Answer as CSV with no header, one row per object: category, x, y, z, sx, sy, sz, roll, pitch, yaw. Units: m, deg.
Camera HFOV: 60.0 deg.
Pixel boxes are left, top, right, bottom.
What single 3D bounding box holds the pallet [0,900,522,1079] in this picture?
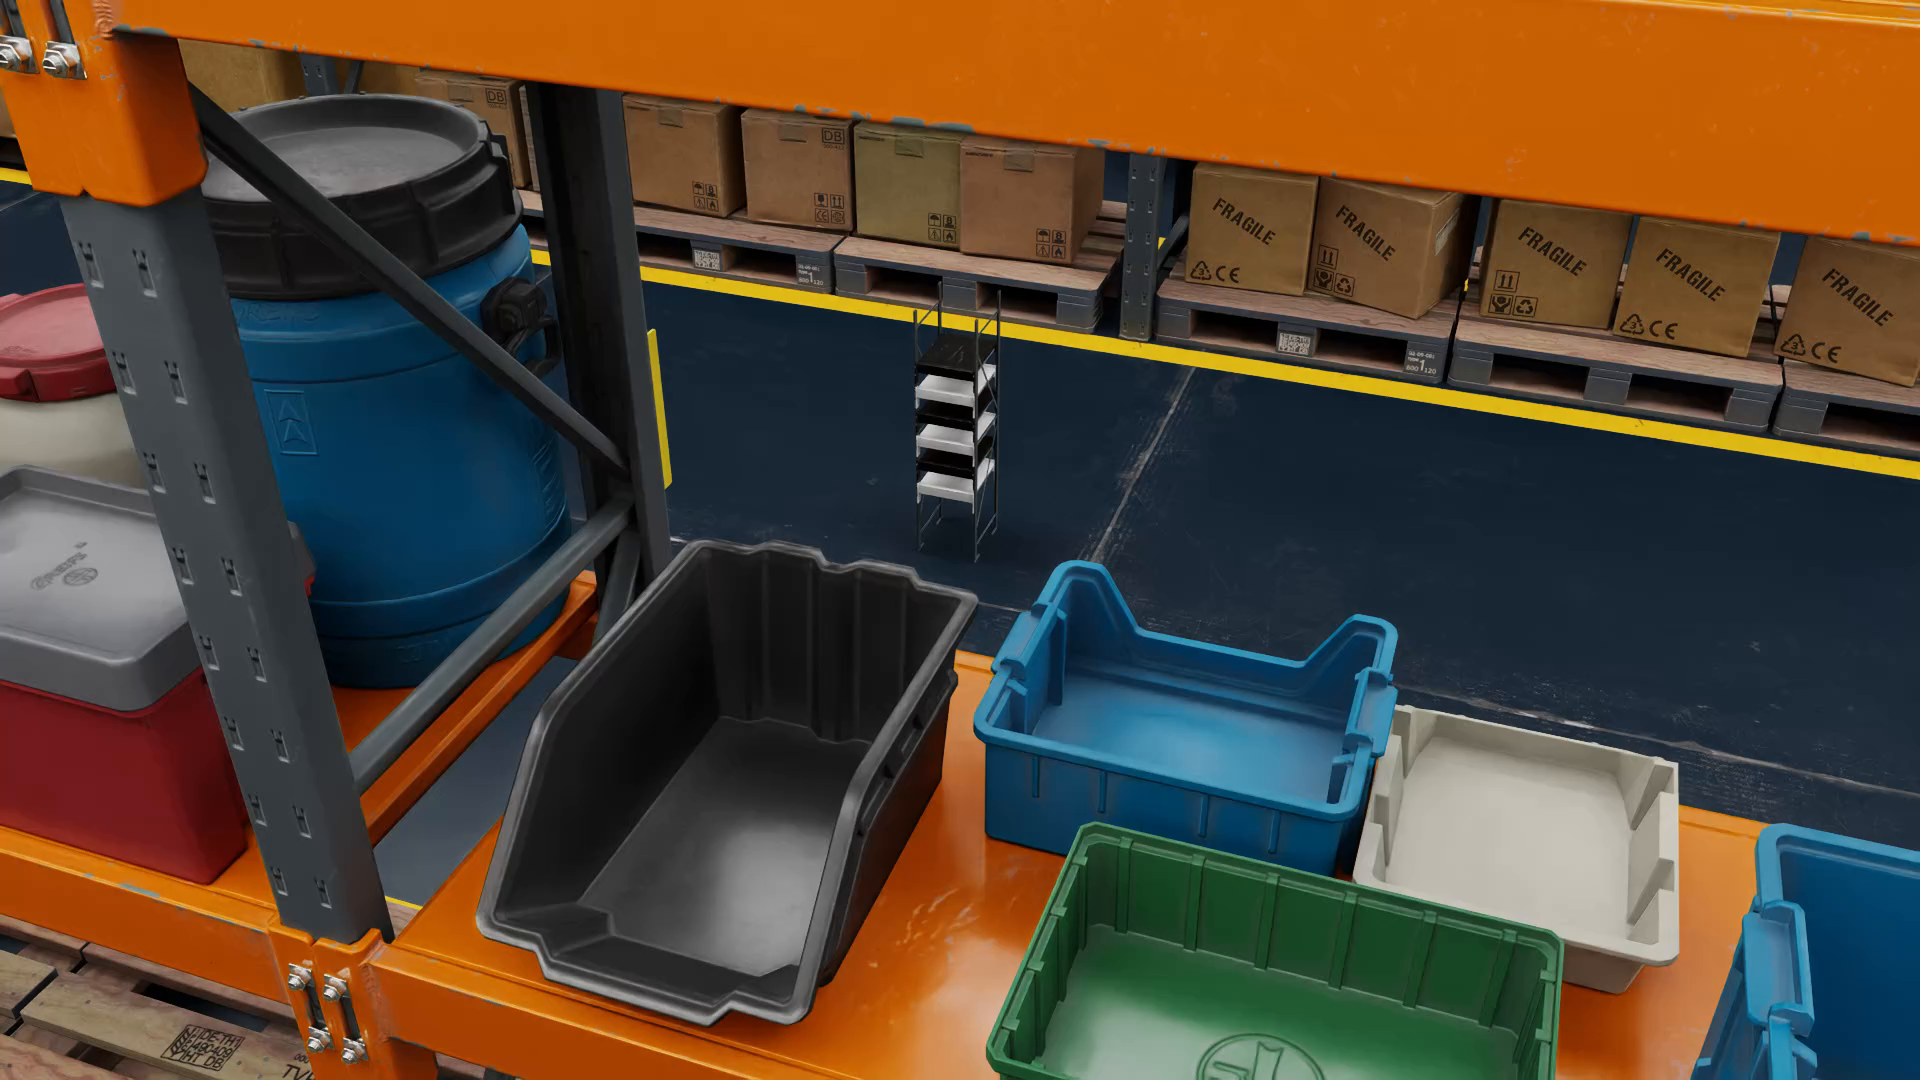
pallet,-1.522,1.220,3.666,1.213,0.211,1.003,11,34,16

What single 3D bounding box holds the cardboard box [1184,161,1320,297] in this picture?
cardboard box,1.265,-1.389,7.054,0.500,0.500,0.500,10,34,15

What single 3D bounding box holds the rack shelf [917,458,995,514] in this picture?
rack shelf,-0.008,-0.200,5.624,0.200,0.077,0.258,11,34,16

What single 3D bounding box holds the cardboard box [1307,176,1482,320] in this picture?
cardboard box,1.807,-1.289,6.898,0.500,0.500,0.500,23,39,31

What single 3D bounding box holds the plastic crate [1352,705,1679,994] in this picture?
plastic crate,0.845,0.451,2.529,0.437,0.136,0.530,11,34,16

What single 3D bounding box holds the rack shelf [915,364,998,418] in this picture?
rack shelf,-0.008,-0.503,5.429,0.200,0.077,0.258,11,34,16

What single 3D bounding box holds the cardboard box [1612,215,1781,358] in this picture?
cardboard box,2.928,-1.090,6.590,0.500,0.500,0.500,14,35,21

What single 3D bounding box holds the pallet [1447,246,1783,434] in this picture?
pallet,2.698,-0.858,6.884,1.213,0.211,1.003,11,34,16

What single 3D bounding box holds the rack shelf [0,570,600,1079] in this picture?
rack shelf,-2.652,0.108,3.480,4.000,0.370,1.077,11,34,16

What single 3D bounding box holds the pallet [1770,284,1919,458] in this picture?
pallet,3.843,-0.634,6.537,1.213,0.211,1.003,11,34,16

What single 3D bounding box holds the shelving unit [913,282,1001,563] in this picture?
shelving unit,-0.008,-0.380,5.508,0.210,0.900,0.258,11,34,16

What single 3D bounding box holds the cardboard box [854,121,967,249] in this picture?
cardboard box,-0.112,-1.712,7.535,0.500,0.500,0.700,11,34,16

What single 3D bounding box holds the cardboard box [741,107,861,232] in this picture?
cardboard box,-0.638,-1.814,7.693,0.500,0.500,0.700,8,34,12

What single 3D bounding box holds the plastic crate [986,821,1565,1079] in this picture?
plastic crate,0.413,0.654,2.167,0.662,0.188,0.450,11,34,16

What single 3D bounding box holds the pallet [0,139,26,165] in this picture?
pallet,-4.725,-2.324,9.155,1.213,0.211,1.003,11,34,16

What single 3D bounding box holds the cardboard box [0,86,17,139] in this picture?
cardboard box,-4.343,-2.677,8.702,0.875,0.875,1.225,11,34,17

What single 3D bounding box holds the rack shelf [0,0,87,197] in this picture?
rack shelf,-2.652,-1.152,2.666,4.000,0.370,1.077,11,34,16

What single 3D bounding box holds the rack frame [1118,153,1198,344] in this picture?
rack frame,0.902,-2.357,6.635,0.127,3.000,1.000,11,34,16

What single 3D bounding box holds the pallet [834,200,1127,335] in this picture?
pallet,0.168,-1.327,7.611,1.213,0.211,1.003,11,34,16

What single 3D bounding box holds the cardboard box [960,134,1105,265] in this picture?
cardboard box,0.331,-1.615,7.385,0.500,0.500,0.700,8,34,13

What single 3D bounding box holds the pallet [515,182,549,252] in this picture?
pallet,-2.129,-1.774,8.302,1.213,0.211,1.003,11,34,16

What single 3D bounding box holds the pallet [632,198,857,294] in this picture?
pallet,-0.984,-1.549,7.955,1.213,0.211,1.003,11,34,16

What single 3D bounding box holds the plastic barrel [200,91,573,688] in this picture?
plastic barrel,-1.031,-0.264,2.931,0.708,0.901,0.600,11,34,16

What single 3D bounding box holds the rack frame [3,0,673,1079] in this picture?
rack frame,-0.769,0.172,2.718,0.127,3.000,1.000,11,34,16

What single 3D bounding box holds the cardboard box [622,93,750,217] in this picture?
cardboard box,-1.164,-1.916,7.851,0.500,0.500,0.700,14,35,20

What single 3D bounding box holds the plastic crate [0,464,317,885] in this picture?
plastic crate,-1.328,0.213,2.596,0.583,0.464,0.402,11,34,16

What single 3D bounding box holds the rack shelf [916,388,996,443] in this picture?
rack shelf,-0.008,-0.427,5.477,0.200,0.077,0.258,11,34,16

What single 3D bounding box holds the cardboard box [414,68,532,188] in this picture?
cardboard box,-2.226,-2.111,8.153,0.500,0.500,0.700,9,34,14

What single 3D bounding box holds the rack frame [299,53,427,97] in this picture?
rack frame,-2.864,-3.089,7.769,0.127,3.000,1.000,11,34,16

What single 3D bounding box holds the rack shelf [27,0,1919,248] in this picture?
rack shelf,1.114,-0.420,1.532,4.000,0.370,1.077,11,34,16

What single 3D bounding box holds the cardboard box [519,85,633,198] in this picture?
cardboard box,-1.700,-2.016,8.006,0.500,0.500,0.700,8,34,12

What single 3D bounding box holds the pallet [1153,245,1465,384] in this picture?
pallet,1.546,-1.080,7.229,1.213,0.211,1.003,11,34,16

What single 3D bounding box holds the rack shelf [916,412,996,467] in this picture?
rack shelf,-0.008,-0.352,5.526,0.200,0.077,0.258,11,34,16

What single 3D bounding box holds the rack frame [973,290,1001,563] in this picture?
rack frame,0.088,-0.361,5.479,0.006,0.900,0.240,11,34,16

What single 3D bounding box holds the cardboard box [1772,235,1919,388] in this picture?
cardboard box,3.511,-0.966,6.398,0.500,0.500,0.500,21,38,29

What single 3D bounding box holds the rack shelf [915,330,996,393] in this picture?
rack shelf,-0.008,-0.578,5.380,0.200,0.077,0.258,11,34,16

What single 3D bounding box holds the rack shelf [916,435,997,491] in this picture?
rack shelf,-0.008,-0.276,5.575,0.200,0.077,0.258,11,34,16

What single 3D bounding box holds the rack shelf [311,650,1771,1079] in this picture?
rack shelf,1.114,0.840,2.346,4.000,0.370,1.077,11,34,16

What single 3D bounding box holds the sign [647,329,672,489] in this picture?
sign,-0.573,-0.223,3.075,0.005,0.325,0.100,11,34,16

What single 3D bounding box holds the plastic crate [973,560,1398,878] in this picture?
plastic crate,0.364,0.299,2.659,0.616,0.251,0.499,11,34,16

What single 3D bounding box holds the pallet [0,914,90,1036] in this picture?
pallet,-2.674,0.997,4.010,1.213,0.211,1.003,11,34,16

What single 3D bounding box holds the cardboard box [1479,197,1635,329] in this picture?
cardboard box,2.418,-1.215,6.784,0.500,0.500,0.500,8,34,12

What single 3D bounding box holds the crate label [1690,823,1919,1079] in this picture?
crate label,1.172,0.691,1.882,0.616,0.435,0.502,11,34,16

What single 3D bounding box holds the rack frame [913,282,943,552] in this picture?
rack frame,-0.103,-0.398,5.537,0.006,0.900,0.240,11,34,16

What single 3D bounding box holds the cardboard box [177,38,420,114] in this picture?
cardboard box,-3.506,-2.510,8.443,0.875,0.875,1.225,9,34,14

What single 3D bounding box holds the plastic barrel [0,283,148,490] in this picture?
plastic barrel,-1.596,-0.172,3.126,0.433,0.535,0.433,0,33,0

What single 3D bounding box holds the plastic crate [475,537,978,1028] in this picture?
plastic crate,-0.319,0.359,2.486,0.504,0.338,0.767,11,34,16
